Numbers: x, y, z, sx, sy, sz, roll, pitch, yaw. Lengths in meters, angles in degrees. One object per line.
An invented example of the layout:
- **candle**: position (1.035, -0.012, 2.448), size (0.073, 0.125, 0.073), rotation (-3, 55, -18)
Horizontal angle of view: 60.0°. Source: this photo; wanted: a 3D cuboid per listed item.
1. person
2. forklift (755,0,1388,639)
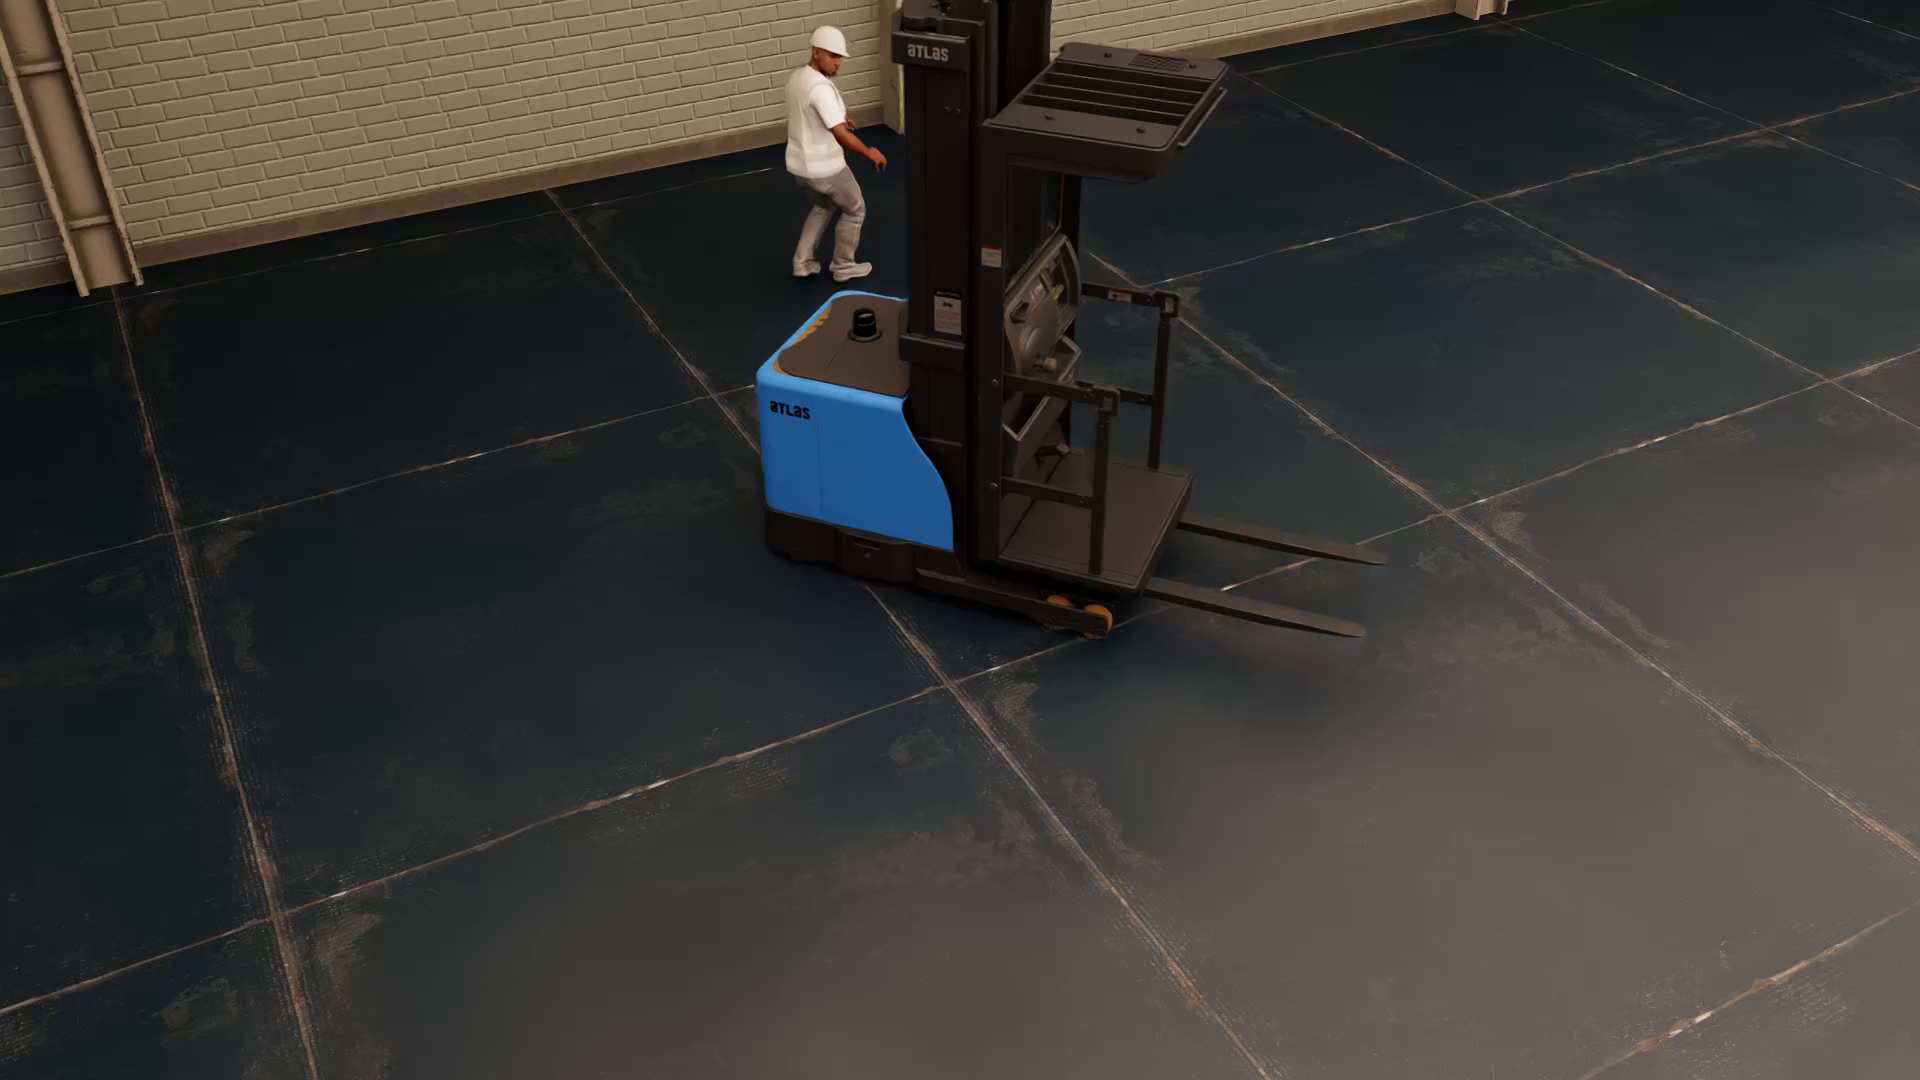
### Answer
- **person**: position (-0.791, -2.458, 10.712), size (0.707, 1.680, 0.832), rotation (-26, 43, -32)
- **forklift**: position (0.570, -1.070, 7.637), size (3.031, 2.935, 1.130), rotation (13, 37, 17)
